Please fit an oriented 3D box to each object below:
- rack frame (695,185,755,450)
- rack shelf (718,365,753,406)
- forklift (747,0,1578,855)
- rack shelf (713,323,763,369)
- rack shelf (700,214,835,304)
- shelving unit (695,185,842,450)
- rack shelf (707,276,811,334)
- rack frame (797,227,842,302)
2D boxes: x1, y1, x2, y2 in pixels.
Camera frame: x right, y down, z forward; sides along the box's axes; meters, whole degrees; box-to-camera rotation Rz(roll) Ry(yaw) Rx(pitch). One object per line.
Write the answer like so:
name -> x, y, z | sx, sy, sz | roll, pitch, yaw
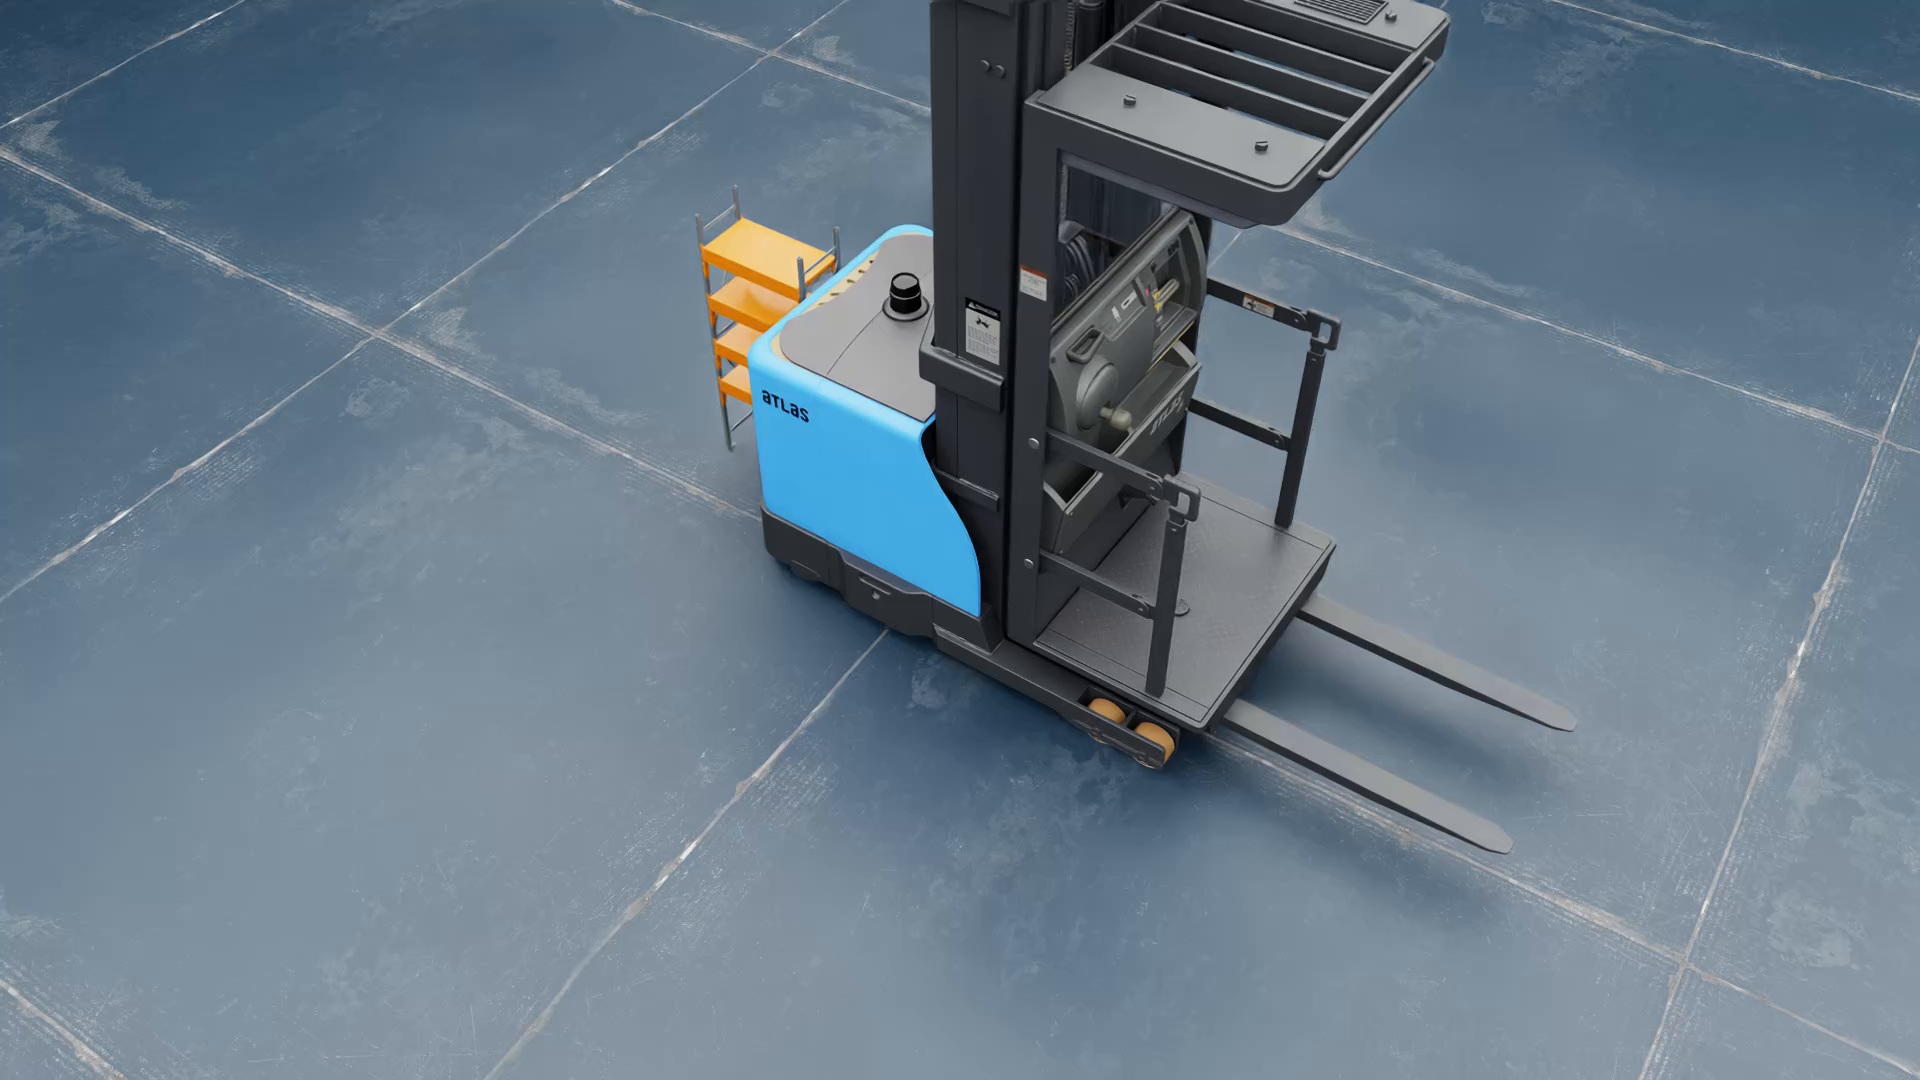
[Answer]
rack frame -> -0.928, -0.876, 6.765 | 0.015, 1.200, 0.240 | 26, 51, 23
rack shelf -> -0.726, -0.593, 6.860 | 0.480, 0.148, 0.258 | 26, 51, 23
forklift -> 0.728, -0.645, 5.333 | 3.031, 2.935, 1.130 | 26, 51, 23
rack shelf -> -0.726, -0.731, 6.718 | 0.480, 0.148, 0.258 | 26, 51, 23
rack shelf -> -0.726, -1.052, 6.388 | 0.480, 0.148, 0.258 | 26, 51, 23
shelving unit -> -0.726, -0.778, 6.670 | 0.503, 1.200, 0.258 | 26, 51, 23
rack shelf -> -0.726, -0.887, 6.557 | 0.480, 0.148, 0.258 | 26, 51, 23
rack frame -> -0.524, -0.680, 6.574 | 0.015, 1.200, 0.240 | 26, 51, 23
